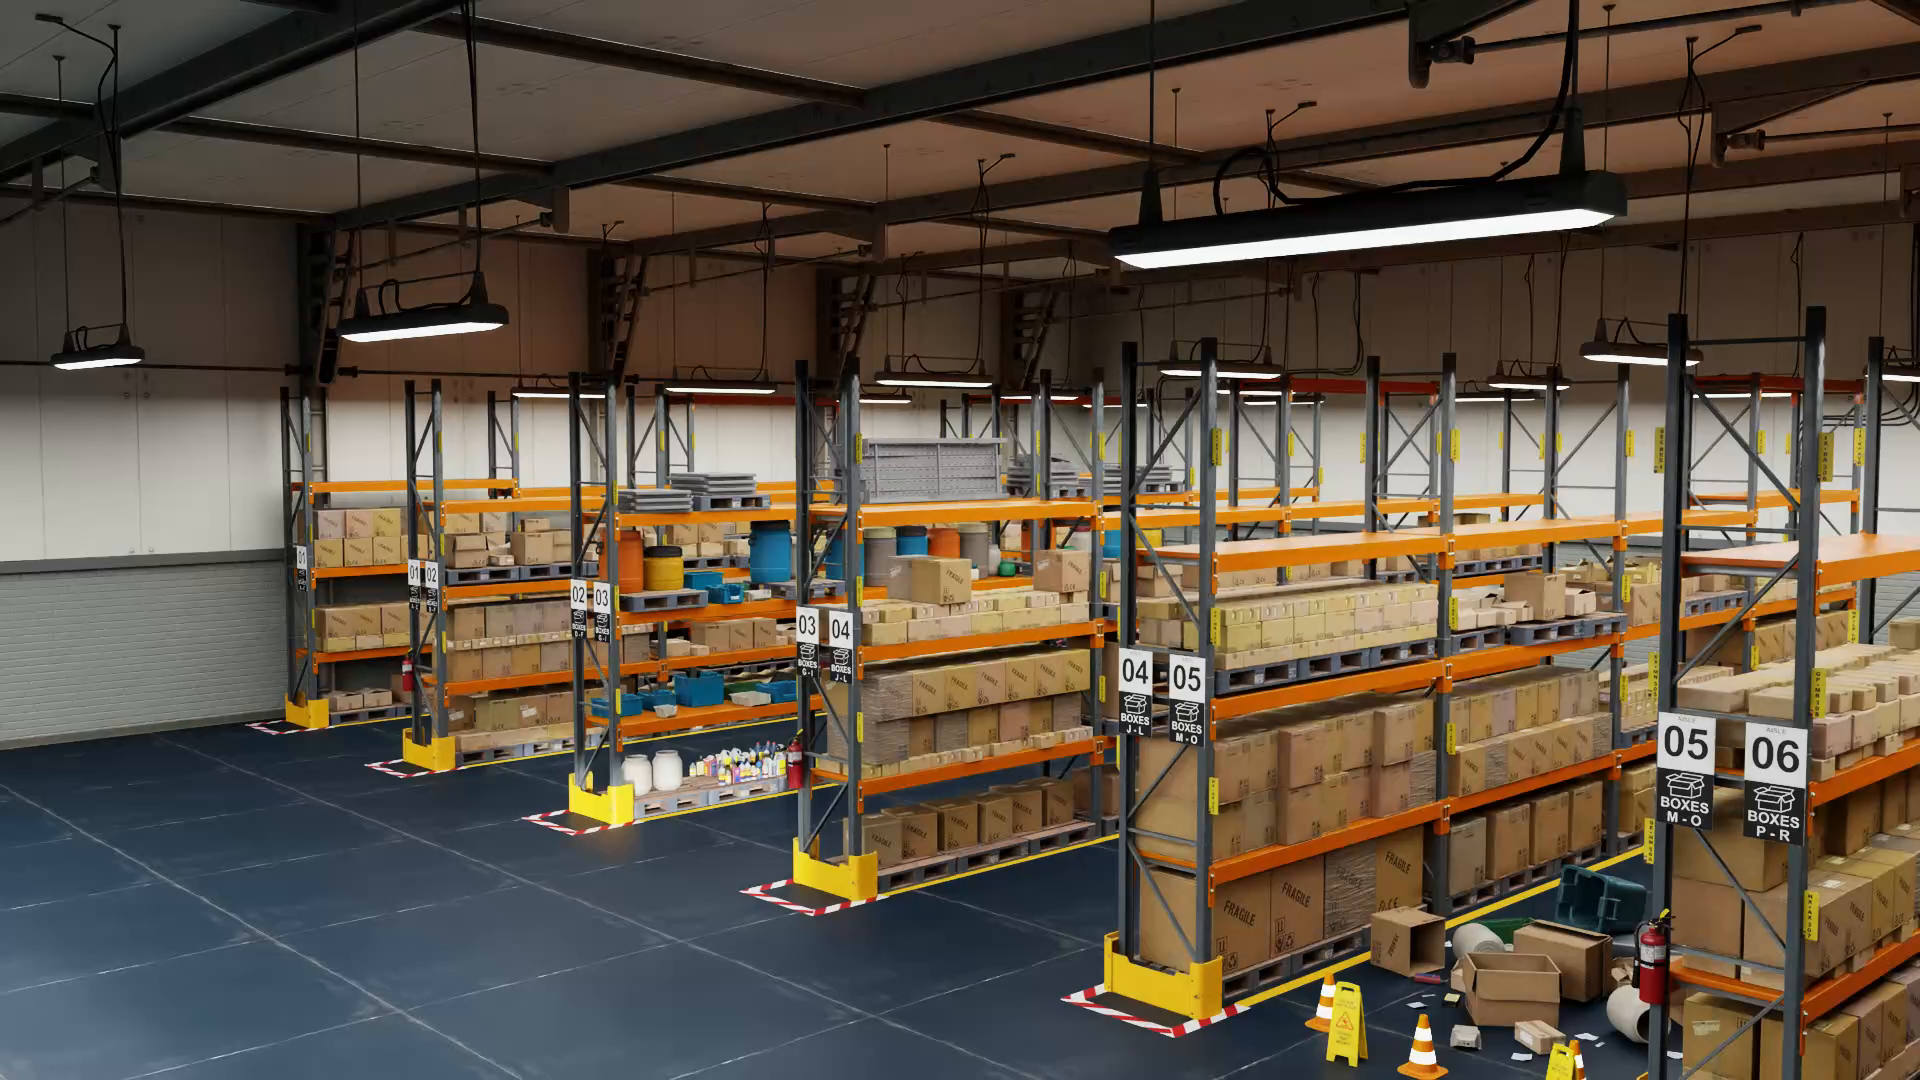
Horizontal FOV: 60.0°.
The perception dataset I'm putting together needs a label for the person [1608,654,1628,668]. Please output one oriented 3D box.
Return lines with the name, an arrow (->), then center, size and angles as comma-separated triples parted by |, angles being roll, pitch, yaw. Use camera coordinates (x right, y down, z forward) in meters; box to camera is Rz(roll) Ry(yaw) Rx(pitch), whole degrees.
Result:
person -> 10.462, 2.637, 26.656 | 0.498, 1.661, 0.425 | -2, 4, -23
